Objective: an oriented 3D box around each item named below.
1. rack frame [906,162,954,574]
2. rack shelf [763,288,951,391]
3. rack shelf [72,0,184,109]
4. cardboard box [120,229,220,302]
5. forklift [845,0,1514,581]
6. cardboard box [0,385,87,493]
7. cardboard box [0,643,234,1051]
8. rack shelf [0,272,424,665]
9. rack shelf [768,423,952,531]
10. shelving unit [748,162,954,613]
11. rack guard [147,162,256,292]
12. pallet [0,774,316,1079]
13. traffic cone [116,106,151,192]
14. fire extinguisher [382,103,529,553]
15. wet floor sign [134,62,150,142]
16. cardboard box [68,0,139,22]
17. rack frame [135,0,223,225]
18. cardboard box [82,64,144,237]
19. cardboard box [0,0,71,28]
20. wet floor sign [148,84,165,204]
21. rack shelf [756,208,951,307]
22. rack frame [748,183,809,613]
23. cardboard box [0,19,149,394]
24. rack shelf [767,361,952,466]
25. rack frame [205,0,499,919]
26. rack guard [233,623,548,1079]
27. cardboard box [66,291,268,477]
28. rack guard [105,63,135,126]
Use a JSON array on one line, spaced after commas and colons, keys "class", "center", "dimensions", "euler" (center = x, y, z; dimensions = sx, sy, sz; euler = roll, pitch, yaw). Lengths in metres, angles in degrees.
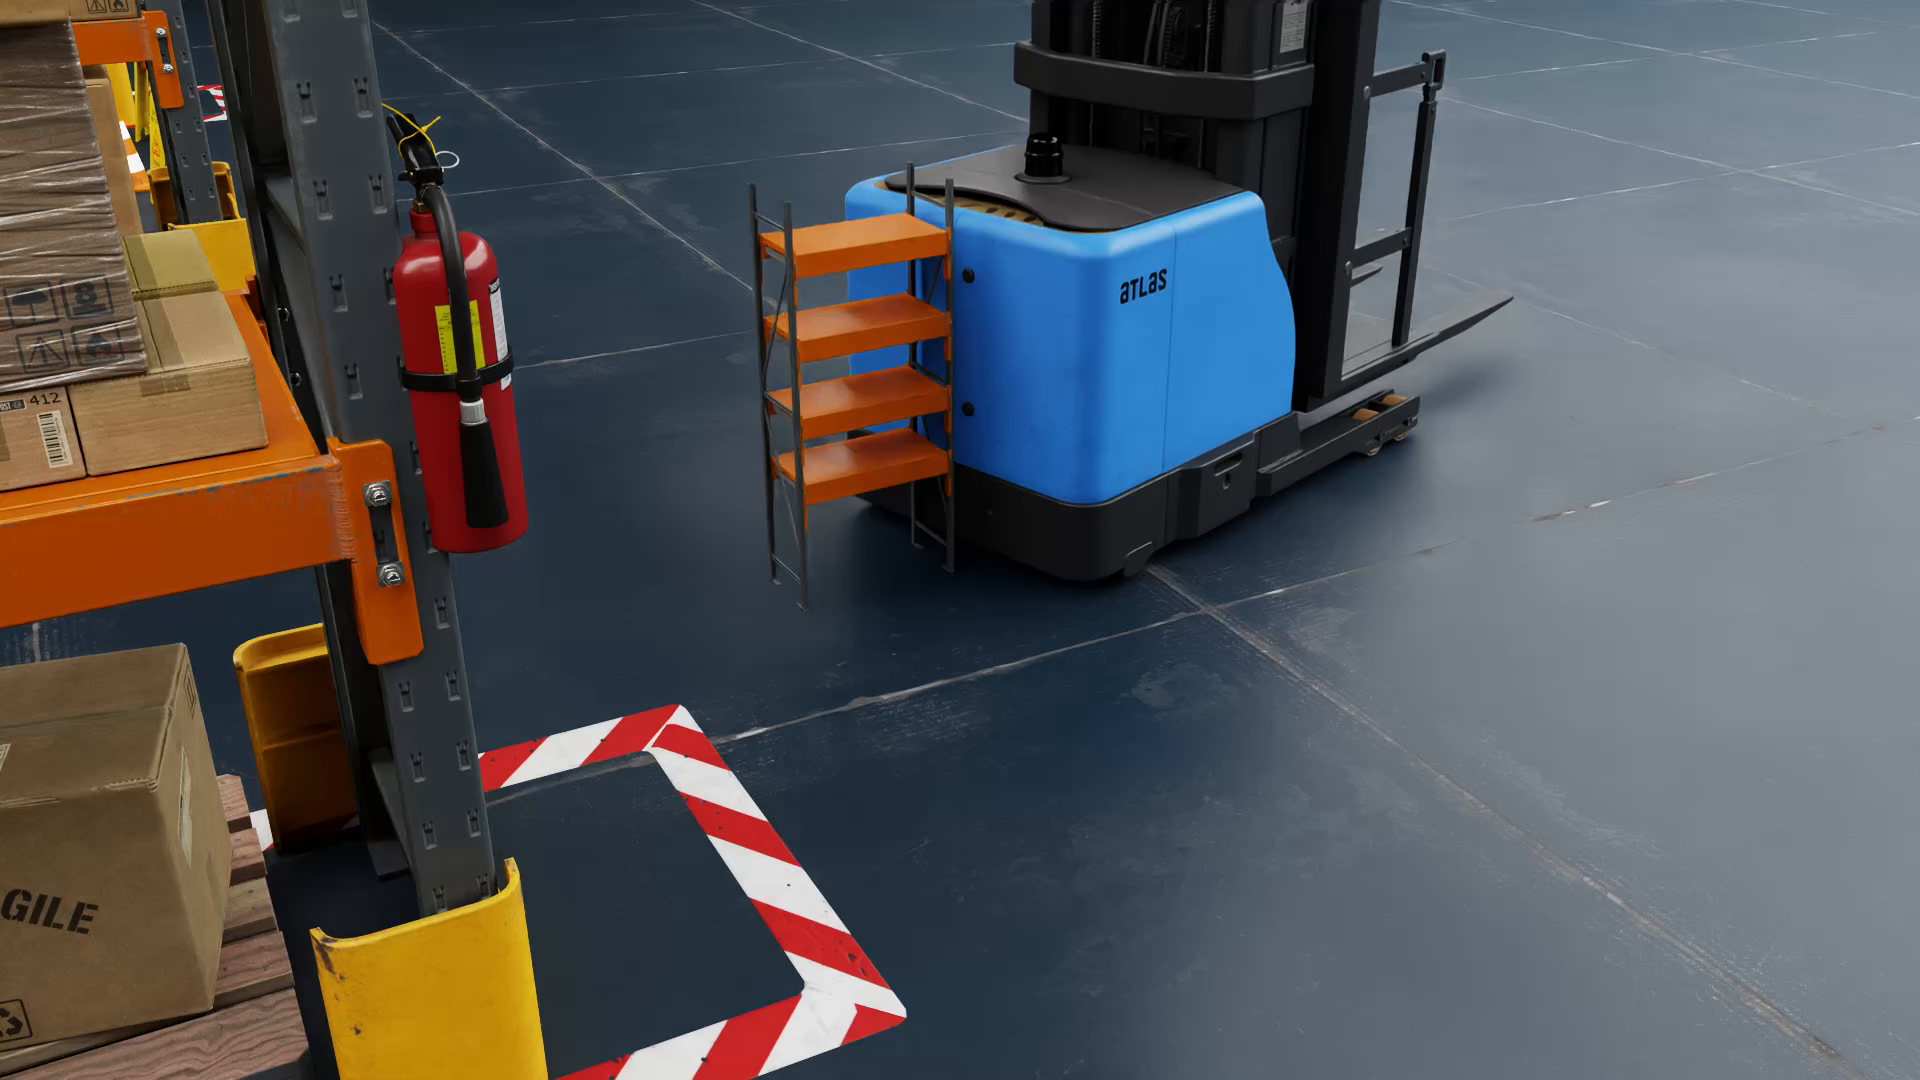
[{"class": "rack frame", "center": [-0.085, -0.485, 4.873], "dimensions": [0.015, 1.200, 0.240], "euler": [-14, 29, -27]}, {"class": "rack shelf", "center": [-0.294, -0.572, 4.693], "dimensions": [0.480, 0.148, 0.258], "euler": [-14, 29, -27]}, {"class": "rack shelf", "center": [-5.107, -1.687, 6.129], "dimensions": [4.000, 0.370, 1.077], "euler": [-13, 29, -25]}, {"class": "cardboard box", "center": [-1.462, -0.423, 2.956], "dimensions": [0.250, 0.149, 0.380], "euler": [-13, 29, -25]}, {"class": "forklift", "center": [1.008, -1.751, 5.511], "dimensions": [1.130, 2.935, 3.031], "euler": [22, 33, 38]}, {"class": "cardboard box", "center": [-1.473, -0.203, 2.497], "dimensions": [0.250, 0.149, 0.380], "euler": [-13, 29, -25]}, {"class": "cardboard box", "center": [-1.657, 0.555, 3.032], "dimensions": [0.500, 0.500, 0.500], "euler": [-8, 27, -16]}, {"class": "rack shelf", "center": [-2.863, 0.228, 2.140], "dimensions": [4.000, 0.370, 1.077], "euler": [-13, 29, -25]}, {"class": "rack shelf", "center": [-0.294, -0.191, 4.876], "dimensions": [0.480, 0.148, 0.258], "euler": [-14, 29, -27]}, {"class": "shelving unit", "center": [-0.294, -0.431, 4.761], "dimensions": [0.503, 1.200, 0.258], "euler": [-14, 29, -27]}, {"class": "rack guard", "center": [-3.322, -1.296, 7.373], "dimensions": [0.348, 0.500, 1.175], "euler": [-13, 29, -25]}, {"class": "pallet", "center": [-1.898, 0.921, 3.088], "dimensions": [1.213, 0.211, 1.003], "euler": [-13, 29, -25]}, {"class": "traffic cone", "center": [-4.711, -2.210, 9.318], "dimensions": [0.334, 0.463, 0.336], "euler": [-13, 29, -25]}, {"class": "fire extinguisher", "center": [-0.780, -0.316, 2.532], "dimensions": [0.183, 0.674, 0.296], "euler": [-13, 29, -25]}, {"class": "wet floor sign", "center": [-5.090, -2.857, 10.455], "dimensions": [0.232, 0.644, 0.267], "euler": [-4, 26, -7]}, {"class": "cardboard box", "center": [-3.649, -2.393, 6.595], "dimensions": [0.550, 0.550, 0.875], "euler": [-13, 29, -25]}, {"class": "rack frame", "center": [-3.343, -2.418, 6.821], "dimensions": [0.127, 3.000, 1.000], "euler": [-13, 29, -25]}, {"class": "cardboard box", "center": [-3.910, -1.486, 6.850], "dimensions": [0.875, 0.875, 0.875], "euler": [-13, 28, -25]}, {"class": "cardboard box", "center": [-1.467, -0.927, 2.101], "dimensions": [0.500, 0.500, 0.500], "euler": [-13, 29, -25]}, {"class": "wet floor sign", "center": [-4.249, -2.119, 8.918], "dimensions": [0.232, 0.644, 0.267], "euler": [-19, 31, -34]}, {"class": "rack shelf", "center": [-0.294, -0.785, 4.591], "dimensions": [0.480, 0.148, 0.258], "euler": [-14, 29, -27]}, {"class": "rack frame", "center": [-0.504, -0.377, 4.648], "dimensions": [0.015, 1.200, 0.240], "euler": [-14, 29, -27]}, {"class": "cardboard box", "center": [-1.596, -0.581, 2.536], "dimensions": [0.500, 0.500, 0.875], "euler": [-13, 29, -25]}, {"class": "rack shelf", "center": [-0.294, -0.370, 4.790], "dimensions": [0.480, 0.148, 0.258], "euler": [-14, 29, -27]}, {"class": "rack frame", "center": [-1.098, -0.504, 2.833], "dimensions": [0.127, 3.000, 1.000], "euler": [-13, 29, -25]}, {"class": "rack guard", "center": [-1.165, 0.639, 3.342], "dimensions": [0.348, 0.500, 1.175], "euler": [-13, 29, -25]}, {"class": "cardboard box", "center": [-1.252, -0.253, 2.602], "dimensions": [0.250, 0.149, 0.380], "euler": [-13, 29, -25]}, {"class": "rack guard", "center": [-5.828, -3.146, 11.225], "dimensions": [0.348, 0.500, 1.175], "euler": [-13, 29, -25]}]
